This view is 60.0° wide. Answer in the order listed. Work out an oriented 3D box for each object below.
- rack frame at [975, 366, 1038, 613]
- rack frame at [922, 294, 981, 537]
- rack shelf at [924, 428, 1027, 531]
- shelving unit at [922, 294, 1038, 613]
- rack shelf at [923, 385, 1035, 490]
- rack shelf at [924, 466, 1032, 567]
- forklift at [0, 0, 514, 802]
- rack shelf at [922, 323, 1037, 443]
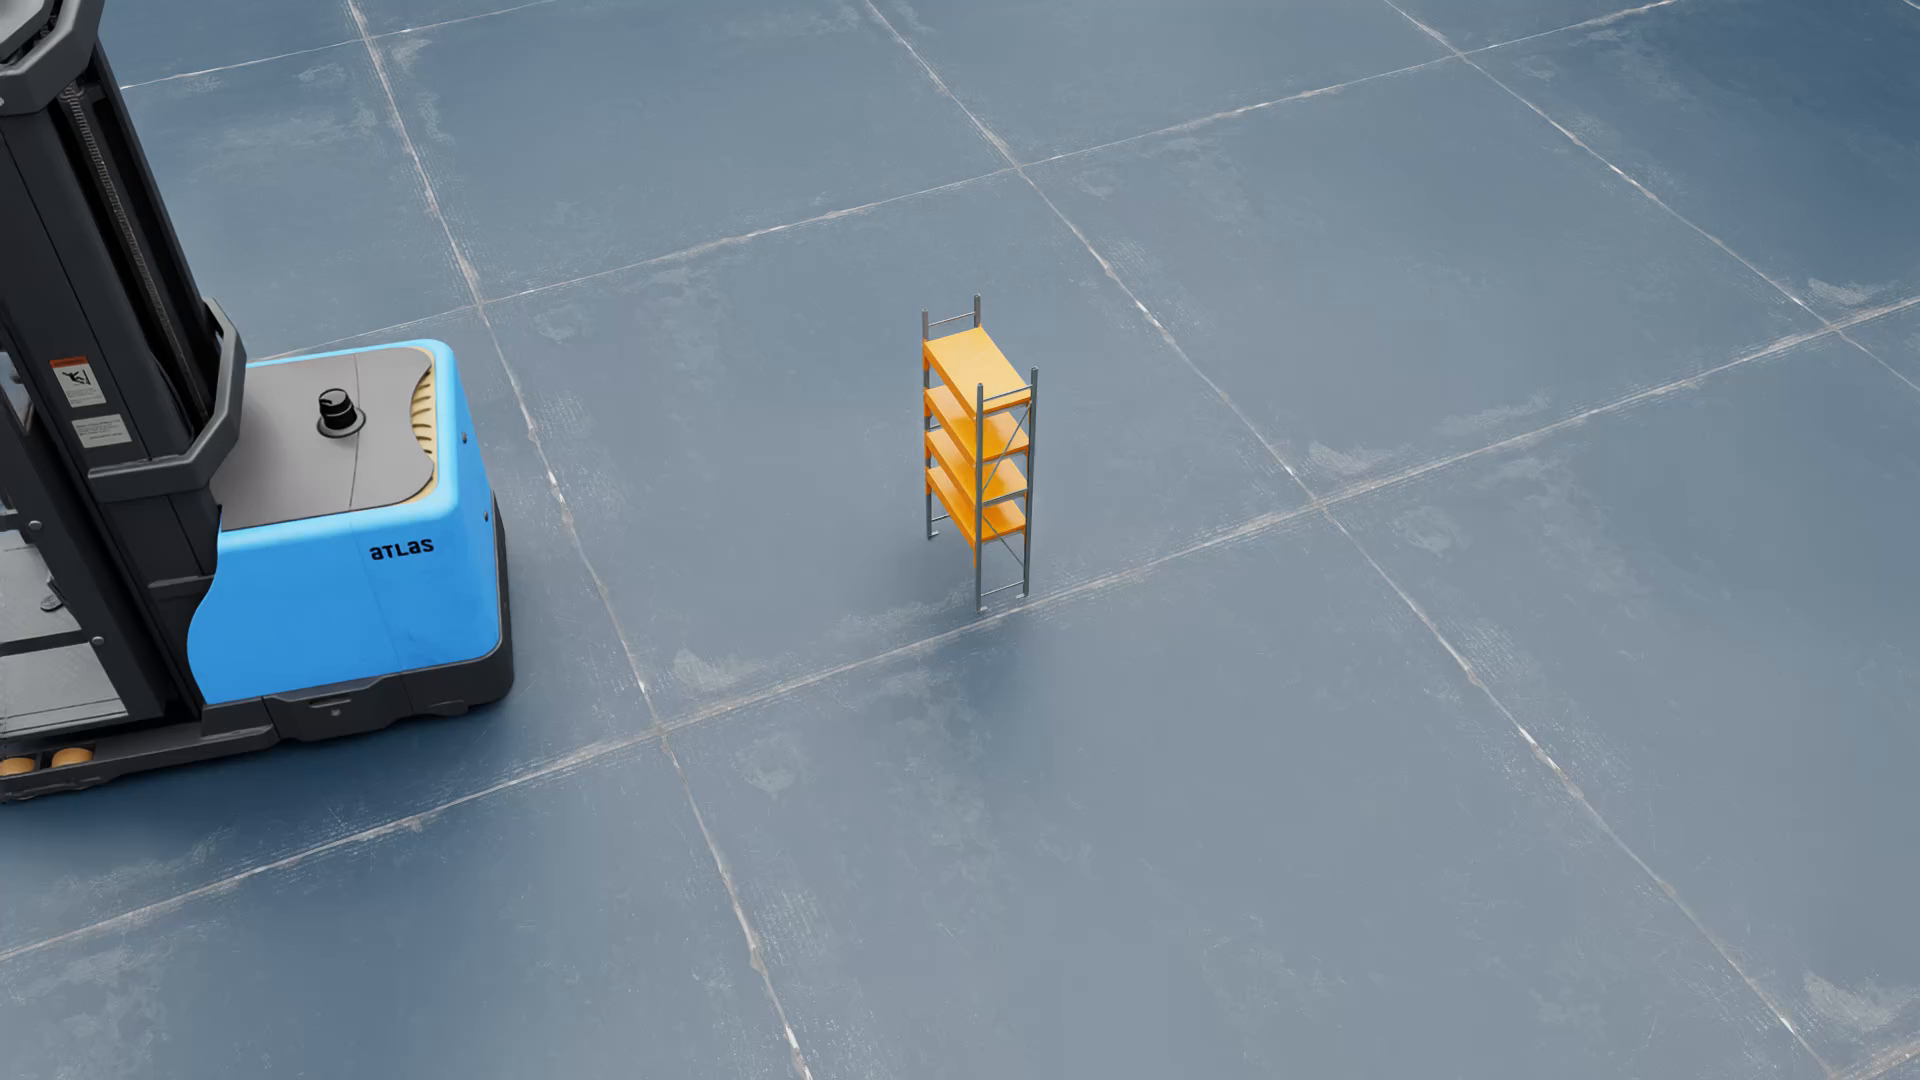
[{"bbox_3d":[0.172,-0.166,6.433,0.240,1.200,0.015,-18,47,-17],"label":"rack frame"},{"bbox_3d":[-0.033,-0.477,6.748,0.240,1.200,0.015,-18,47,-17],"label":"rack frame"},{"bbox_3d":[0.070,-0.274,6.638,0.258,0.148,0.480,-18,47,-17],"label":"rack shelf"},{"bbox_3d":[0.070,-0.322,6.591,0.258,1.200,0.503,-18,47,-17],"label":"shelving unit"},{"bbox_3d":[0.070,-0.433,6.481,0.258,0.148,0.480,-18,47,-17],"label":"rack shelf"},{"bbox_3d":[0.070,-0.132,6.777,0.258,0.148,0.480,-18,47,-17],"label":"rack shelf"},{"bbox_3d":[-3.306,-0.494,5.533,3.031,2.935,1.130,-10,45,-10],"label":"forklift"},{"bbox_3d":[0.070,-0.601,6.315,0.258,0.148,0.480,-18,47,-17],"label":"rack shelf"}]
